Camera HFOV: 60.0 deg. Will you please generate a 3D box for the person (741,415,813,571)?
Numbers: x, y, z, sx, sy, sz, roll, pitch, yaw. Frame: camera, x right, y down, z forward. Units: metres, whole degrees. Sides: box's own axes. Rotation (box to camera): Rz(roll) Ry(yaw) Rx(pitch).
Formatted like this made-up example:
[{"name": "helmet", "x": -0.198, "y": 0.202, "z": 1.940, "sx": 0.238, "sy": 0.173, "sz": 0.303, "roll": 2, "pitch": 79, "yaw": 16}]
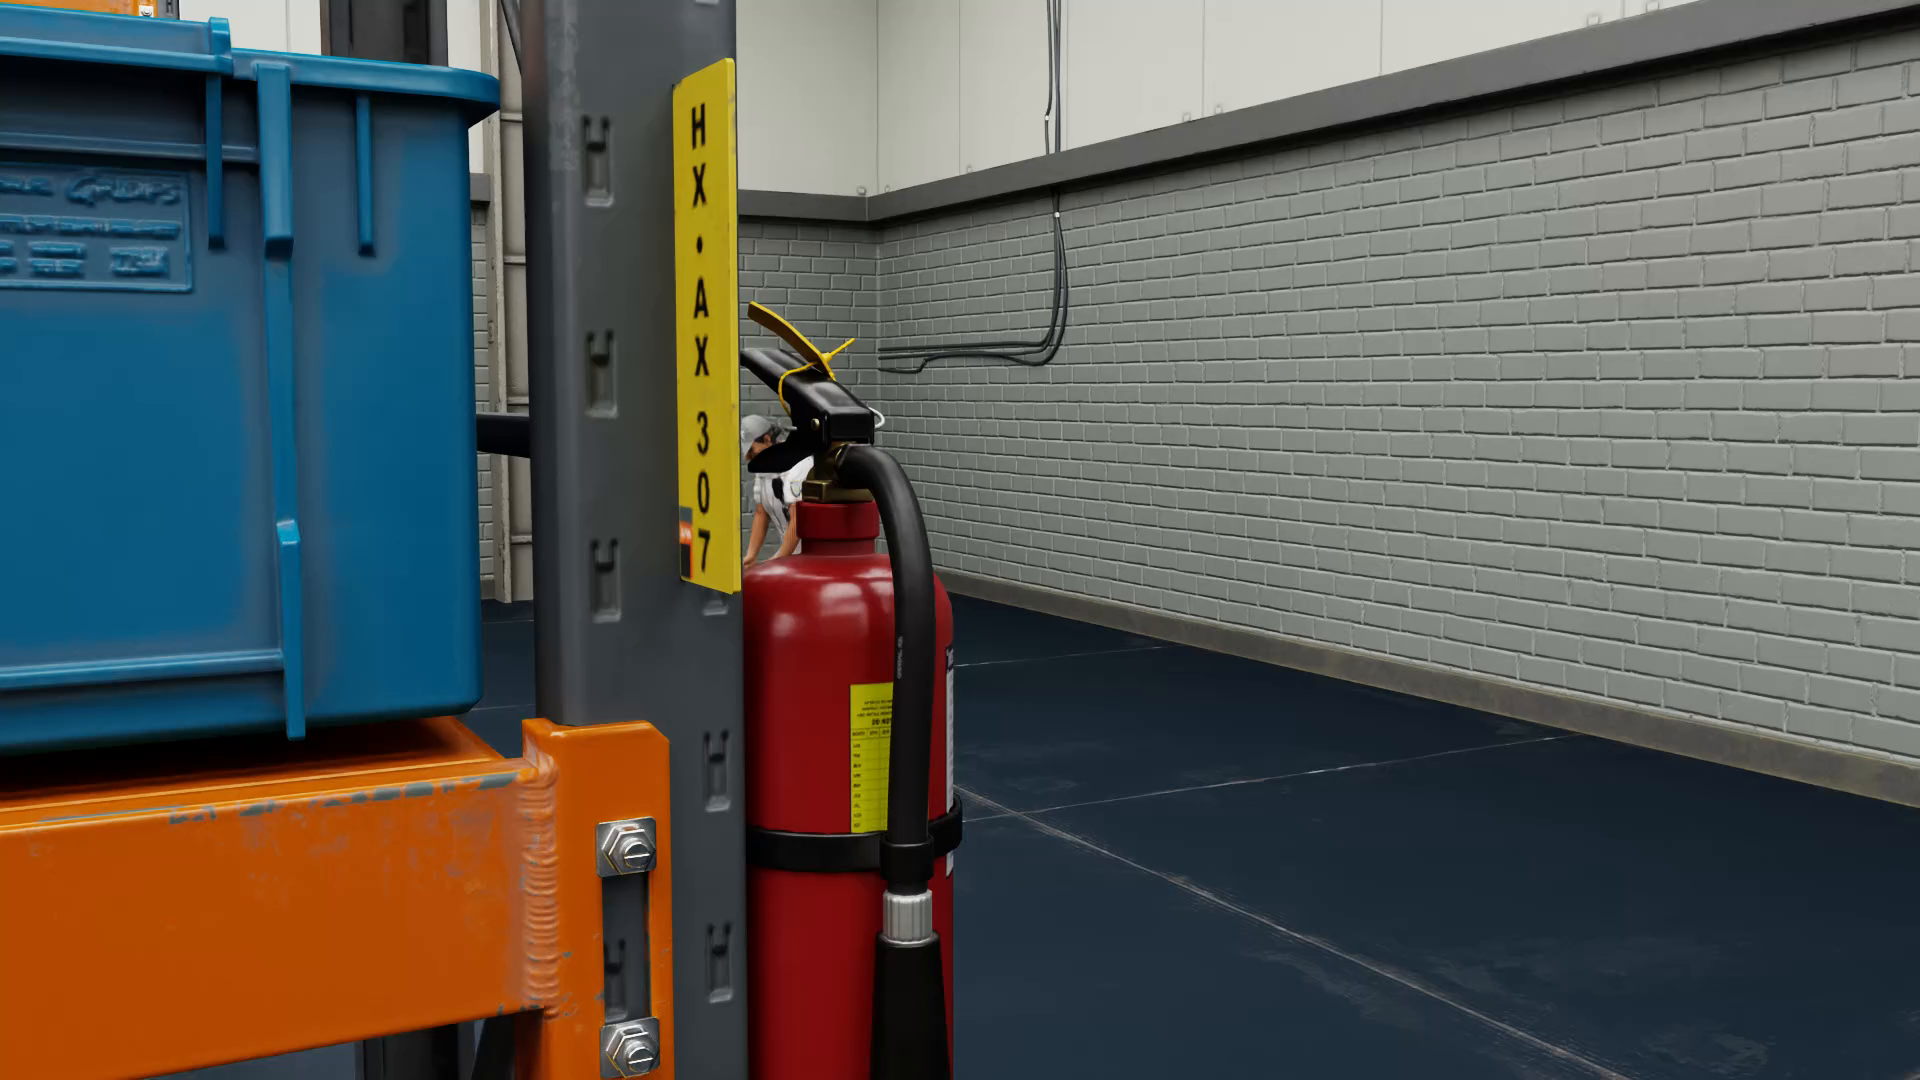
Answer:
[{"name": "person", "x": -0.857, "y": 0.076, "z": 8.518, "sx": 0.691, "sy": 1.432, "sz": 0.533, "roll": -3, "pitch": 6, "yaw": -28}]
